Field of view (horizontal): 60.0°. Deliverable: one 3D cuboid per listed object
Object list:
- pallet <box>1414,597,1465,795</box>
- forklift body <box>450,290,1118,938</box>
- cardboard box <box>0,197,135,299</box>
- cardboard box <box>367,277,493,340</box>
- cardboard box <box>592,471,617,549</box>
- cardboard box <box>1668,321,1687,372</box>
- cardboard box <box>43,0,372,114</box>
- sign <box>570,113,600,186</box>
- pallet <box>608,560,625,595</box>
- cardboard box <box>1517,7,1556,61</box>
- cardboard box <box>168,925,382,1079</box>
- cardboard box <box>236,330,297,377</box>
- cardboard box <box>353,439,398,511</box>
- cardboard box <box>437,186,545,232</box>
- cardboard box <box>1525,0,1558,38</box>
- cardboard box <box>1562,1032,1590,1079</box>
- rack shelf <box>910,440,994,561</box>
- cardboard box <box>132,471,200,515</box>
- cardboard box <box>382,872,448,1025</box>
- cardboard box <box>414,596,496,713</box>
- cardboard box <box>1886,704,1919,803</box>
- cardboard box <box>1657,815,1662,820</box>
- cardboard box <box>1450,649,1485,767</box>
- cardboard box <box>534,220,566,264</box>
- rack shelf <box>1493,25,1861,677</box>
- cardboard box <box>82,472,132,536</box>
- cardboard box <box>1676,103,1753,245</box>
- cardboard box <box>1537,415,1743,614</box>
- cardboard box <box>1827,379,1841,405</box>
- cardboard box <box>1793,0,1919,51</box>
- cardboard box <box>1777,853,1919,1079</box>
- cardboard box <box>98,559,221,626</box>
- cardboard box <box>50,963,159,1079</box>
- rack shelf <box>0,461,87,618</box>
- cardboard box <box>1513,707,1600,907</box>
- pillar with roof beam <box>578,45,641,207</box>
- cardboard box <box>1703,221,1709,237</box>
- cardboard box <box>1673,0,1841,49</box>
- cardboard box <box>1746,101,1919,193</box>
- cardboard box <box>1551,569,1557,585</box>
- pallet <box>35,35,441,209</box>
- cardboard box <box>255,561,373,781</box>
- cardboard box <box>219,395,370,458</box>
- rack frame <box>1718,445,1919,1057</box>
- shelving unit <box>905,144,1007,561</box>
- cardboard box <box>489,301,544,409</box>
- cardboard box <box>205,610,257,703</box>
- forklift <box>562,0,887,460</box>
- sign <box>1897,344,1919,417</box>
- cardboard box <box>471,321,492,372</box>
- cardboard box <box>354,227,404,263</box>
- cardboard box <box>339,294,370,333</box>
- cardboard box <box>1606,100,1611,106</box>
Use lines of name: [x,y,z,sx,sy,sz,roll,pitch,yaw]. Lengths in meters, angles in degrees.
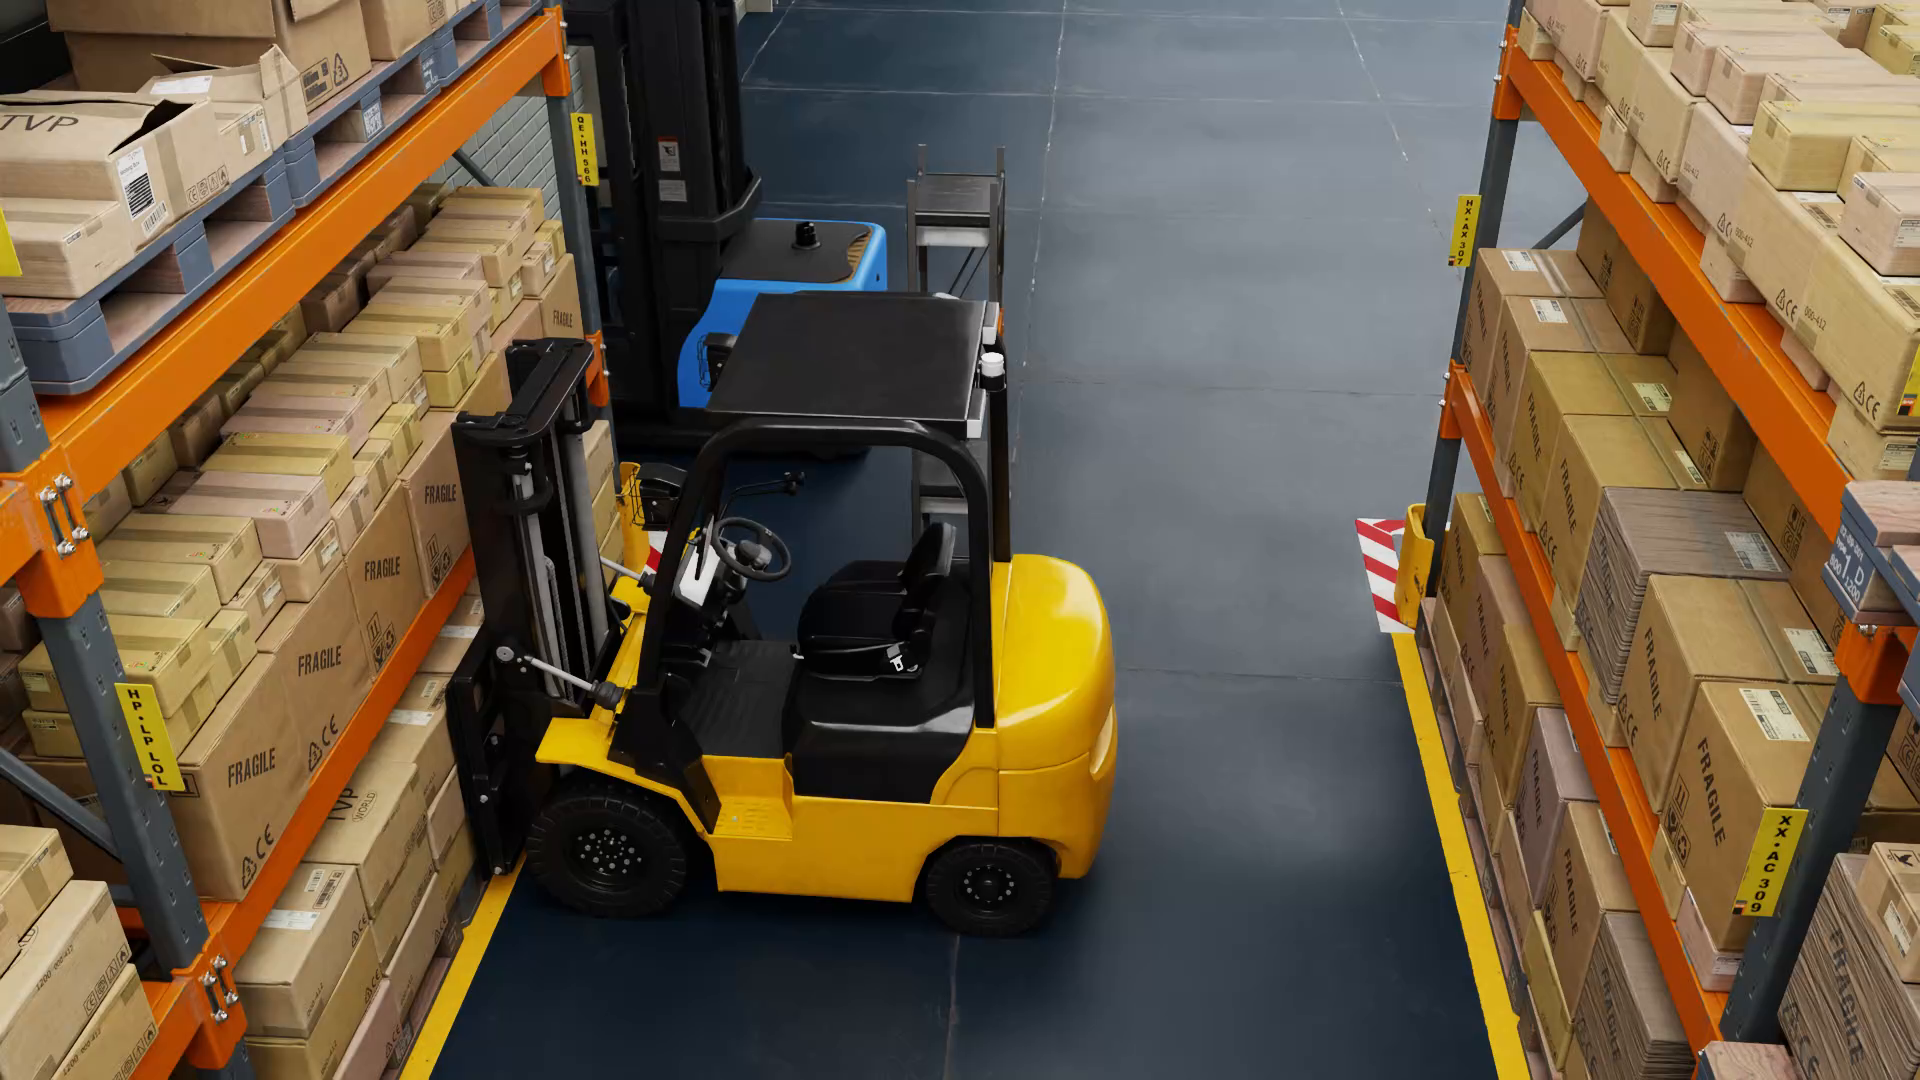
pallet: [2.637,0.695,7.421,1.003,0.211,1.213,2,32,4]
forklift body: [-0.539,0.266,6.269,2.313,2.155,1.214,2,32,4]
cardboard box: [-2.190,-0.687,3.890,0.380,0.149,0.250,3,32,5]
cardboard box: [-2.011,-0.878,6.319,0.380,0.149,0.250,3,32,5]
cardboard box: [-1.931,-0.118,7.827,0.500,0.250,0.500,2,32,3]
cardboard box: [2.933,-0.738,5.757,0.700,0.500,0.500,2,32,3]
cardboard box: [-2.265,-1.630,5.083,0.797,0.503,0.637,3,32,6]
sign: [-1.664,-1.729,7.366,0.100,0.325,0.005,2,32,4]
pallet: [-2.224,0.424,7.861,1.003,0.211,1.213,2,32,4]
cardboard box: [2.394,-1.966,6.461,0.380,0.149,0.250,2,32,4]
cardboard box: [-2.182,1.466,5.257,0.500,0.250,0.500,2,32,4]
cardboard box: [-2.598,-0.637,5.927,0.380,0.149,0.250,3,32,4]
cardboard box: [-2.108,-0.216,5.528,0.380,0.149,0.250,1,32,2]
cardboard box: [-2.022,-1.414,7.189,0.380,0.149,0.250,3,32,4]
cardboard box: [2.438,-2.043,6.207,0.500,0.250,0.500,2,32,3]
cardboard box: [2.199,1.808,5.178,0.500,0.250,0.500,4,32,6]
rack shelf: [-0.013,-0.200,8.433,0.431,0.518,0.480,2,32,4]
cardboard box: [-2.647,-0.105,5.348,0.380,0.149,0.250,3,32,6]
cardboard box: [-2.134,1.413,5.818,0.500,0.250,0.500,2,32,3]
cardboard box: [-2.046,0.451,6.426,0.500,0.250,0.500,2,32,3]
cardboard box: [2.671,0.321,4.039,0.700,0.500,0.500,2,32,3]
cardboard box: [2.253,0.799,4.835,0.380,0.149,0.250,3,32,4]
cardboard box: [2.354,0.713,6.954,0.500,0.250,0.500,4,32,6]
cardboard box: [-1.952,-1.291,7.272,0.380,0.149,0.250,3,32,5]
rack shelf: [2.581,-0.880,5.146,1.077,0.370,4.000,2,32,4]
cardboard box: [-2.776,-0.101,5.057,0.380,0.149,0.250,2,32,3]
cardboard box: [2.282,-0.976,4.475,0.500,0.250,0.500,2,32,3]
cardboard box: [2.317,-0.085,5.650,0.500,0.500,0.500,2,32,3]
cardboard box: [2.249,-0.340,3.823,0.380,0.149,0.250,3,32,5]
cardboard box: [2.803,-1.614,5.130,0.380,0.149,0.250,2,32,3]
cardboard box: [2.095,1.021,3.454,0.500,0.500,0.500,3,32,5]
cardboard box: [-2.294,0.186,4.593,0.380,0.149,0.250,3,32,5]
cardboard box: [-2.309,1.265,3.981,0.500,0.250,0.500,3,32,5]
rack shelf: [-2.692,1.001,2.092,1.077,0.370,4.000,2,32,4]
cardboard box: [2.279,0.955,5.847,0.500,0.500,0.500,4,32,7]
pillar with roof beam: [1.621,-6.347,10.472,9.100,9.000,0.400,2,32,4]
cardboard box: [2.344,-0.881,4.701,0.380,0.149,0.250,3,32,5]
cardboard box: [2.357,-1.493,4.934,0.380,0.149,0.250,3,32,5]
cardboard box: [2.172,-0.961,4.070,0.380,0.149,0.250,3,32,5]
cardboard box: [2.335,0.133,5.914,0.380,0.149,0.250,2,32,3]
pallet: [-2.383,-1.396,5.382,1.003,0.211,1.213,2,32,4]
cardboard box: [-2.207,0.390,5.163,0.500,0.500,0.500,3,32,5]
cardboard box: [-2.181,-0.350,5.462,0.380,0.149,0.250,2,32,4]
rack frame: [2.419,1.136,4.047,1.000,3.000,0.127,2,32,4]
shelving unit: [-0.013,-0.807,8.059,0.431,2.100,0.503,2,32,4]
cardboard box: [-2.033,-0.668,6.880,0.500,0.500,0.500,3,32,6]
cardboard box: [-2.221,0.317,4.663,0.380,0.149,0.250,3,32,5]
forklift: [-1.971,-2.028,9.248,3.031,2.935,1.130,3,32,6]
sign: [1.877,-0.380,3.155,0.100,0.325,0.005,2,32,4]
cardboard box: [-2.032,-0.752,6.397,0.380,0.149,0.250,1,32,2]
cardboard box: [-2.506,-1.170,6.792,0.380,0.149,0.250,3,32,5]
cardboard box: [-2.556,-0.916,6.664,0.380,0.149,0.250,1,32,2]
cardboard box: [2.392,-1.418,5.572,0.380,0.149,0.250,2,32,2]
